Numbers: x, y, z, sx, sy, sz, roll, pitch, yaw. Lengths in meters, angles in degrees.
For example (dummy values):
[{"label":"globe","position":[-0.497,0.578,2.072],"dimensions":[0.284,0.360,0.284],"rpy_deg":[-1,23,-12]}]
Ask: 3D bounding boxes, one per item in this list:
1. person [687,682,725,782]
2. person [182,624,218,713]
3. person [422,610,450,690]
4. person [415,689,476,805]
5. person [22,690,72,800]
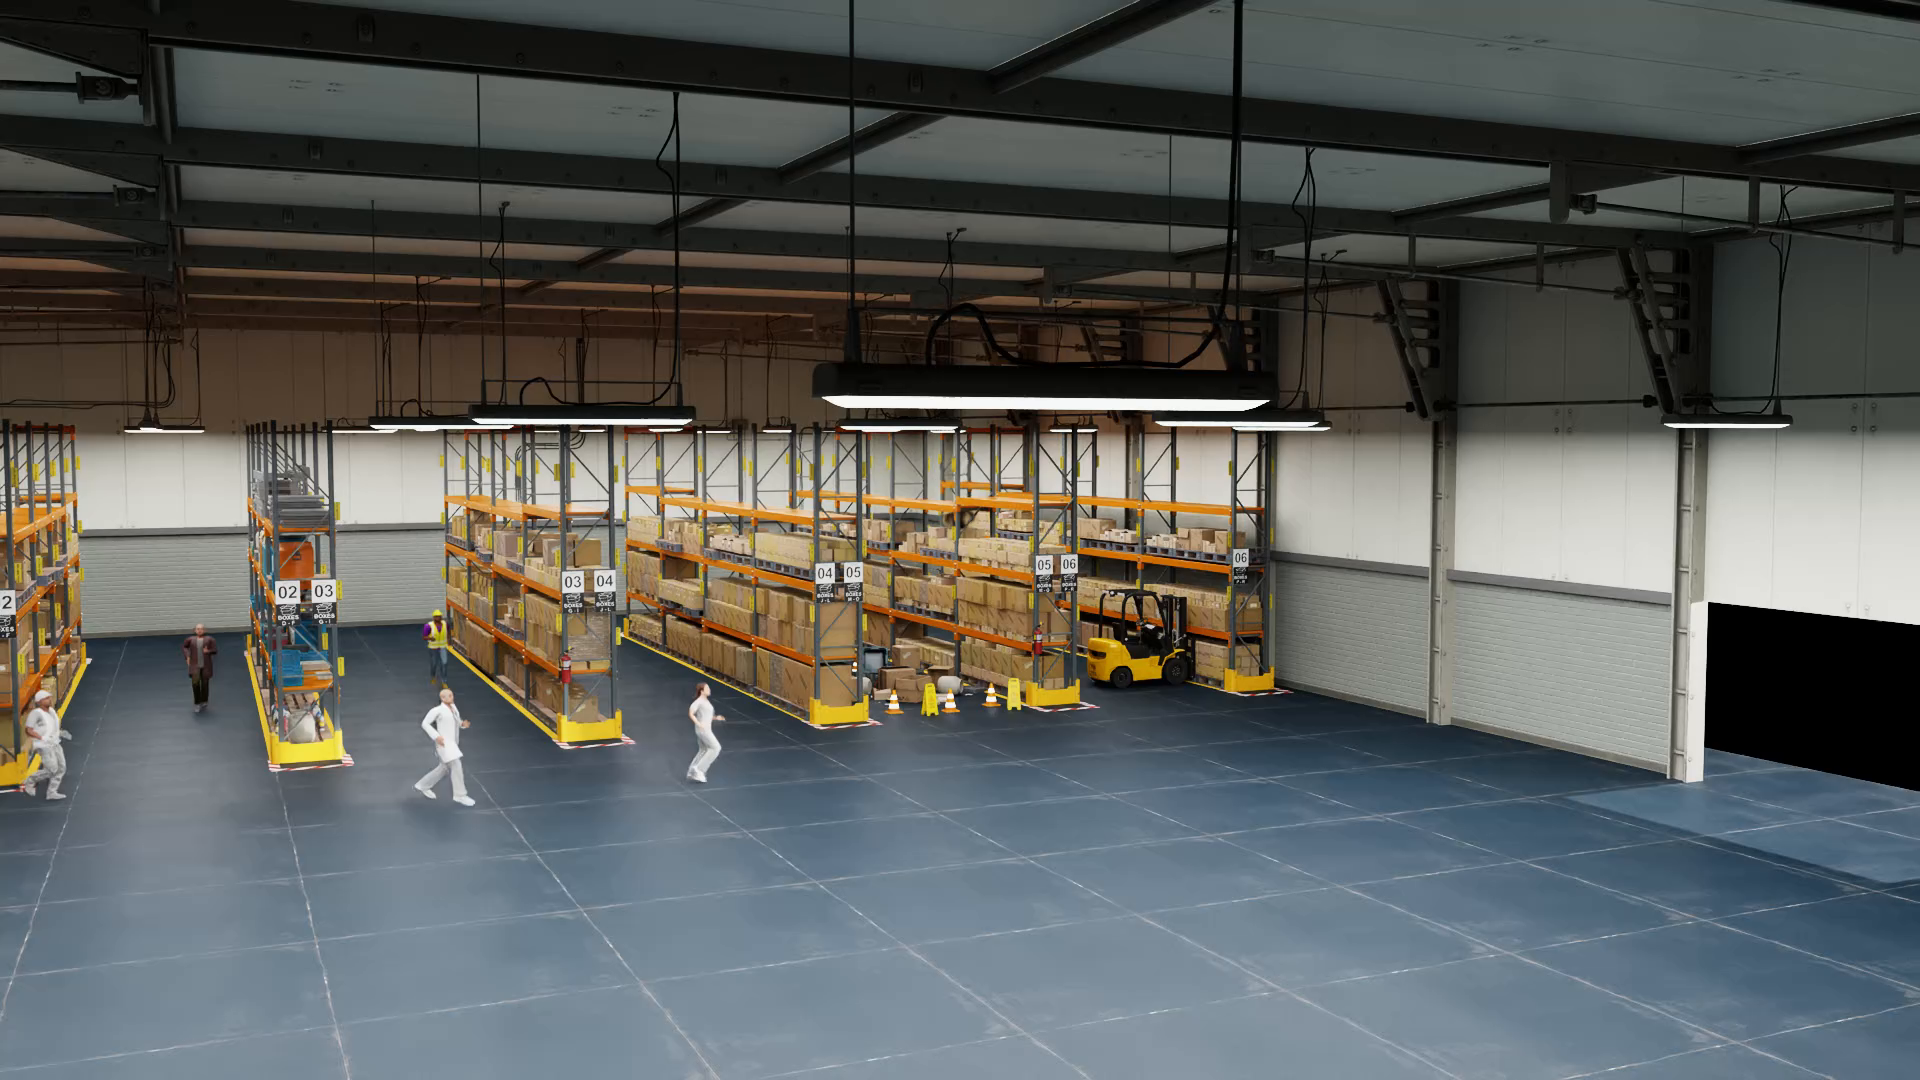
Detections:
[{"label":"person","position":[-4.215,3.169,27.518],"dimensions":[0.637,1.642,0.539],"rpy_deg":[0,4,1]},{"label":"person","position":[-15.824,2.669,34.652],"dimensions":[0.682,1.839,0.802],"rpy_deg":[-2,4,-26]},{"label":"person","position":[-11.872,2.472,37.736],"dimensions":[0.640,1.796,0.890],"rpy_deg":[-2,4,-26]},{"label":"person","position":[-8.013,3.210,25.901],"dimensions":[0.987,1.804,0.687],"rpy_deg":[0,4,5]},{"label":"person","position":[-14.372,3.221,26.120],"dimensions":[0.624,1.732,0.681],"rpy_deg":[0,4,0]}]
